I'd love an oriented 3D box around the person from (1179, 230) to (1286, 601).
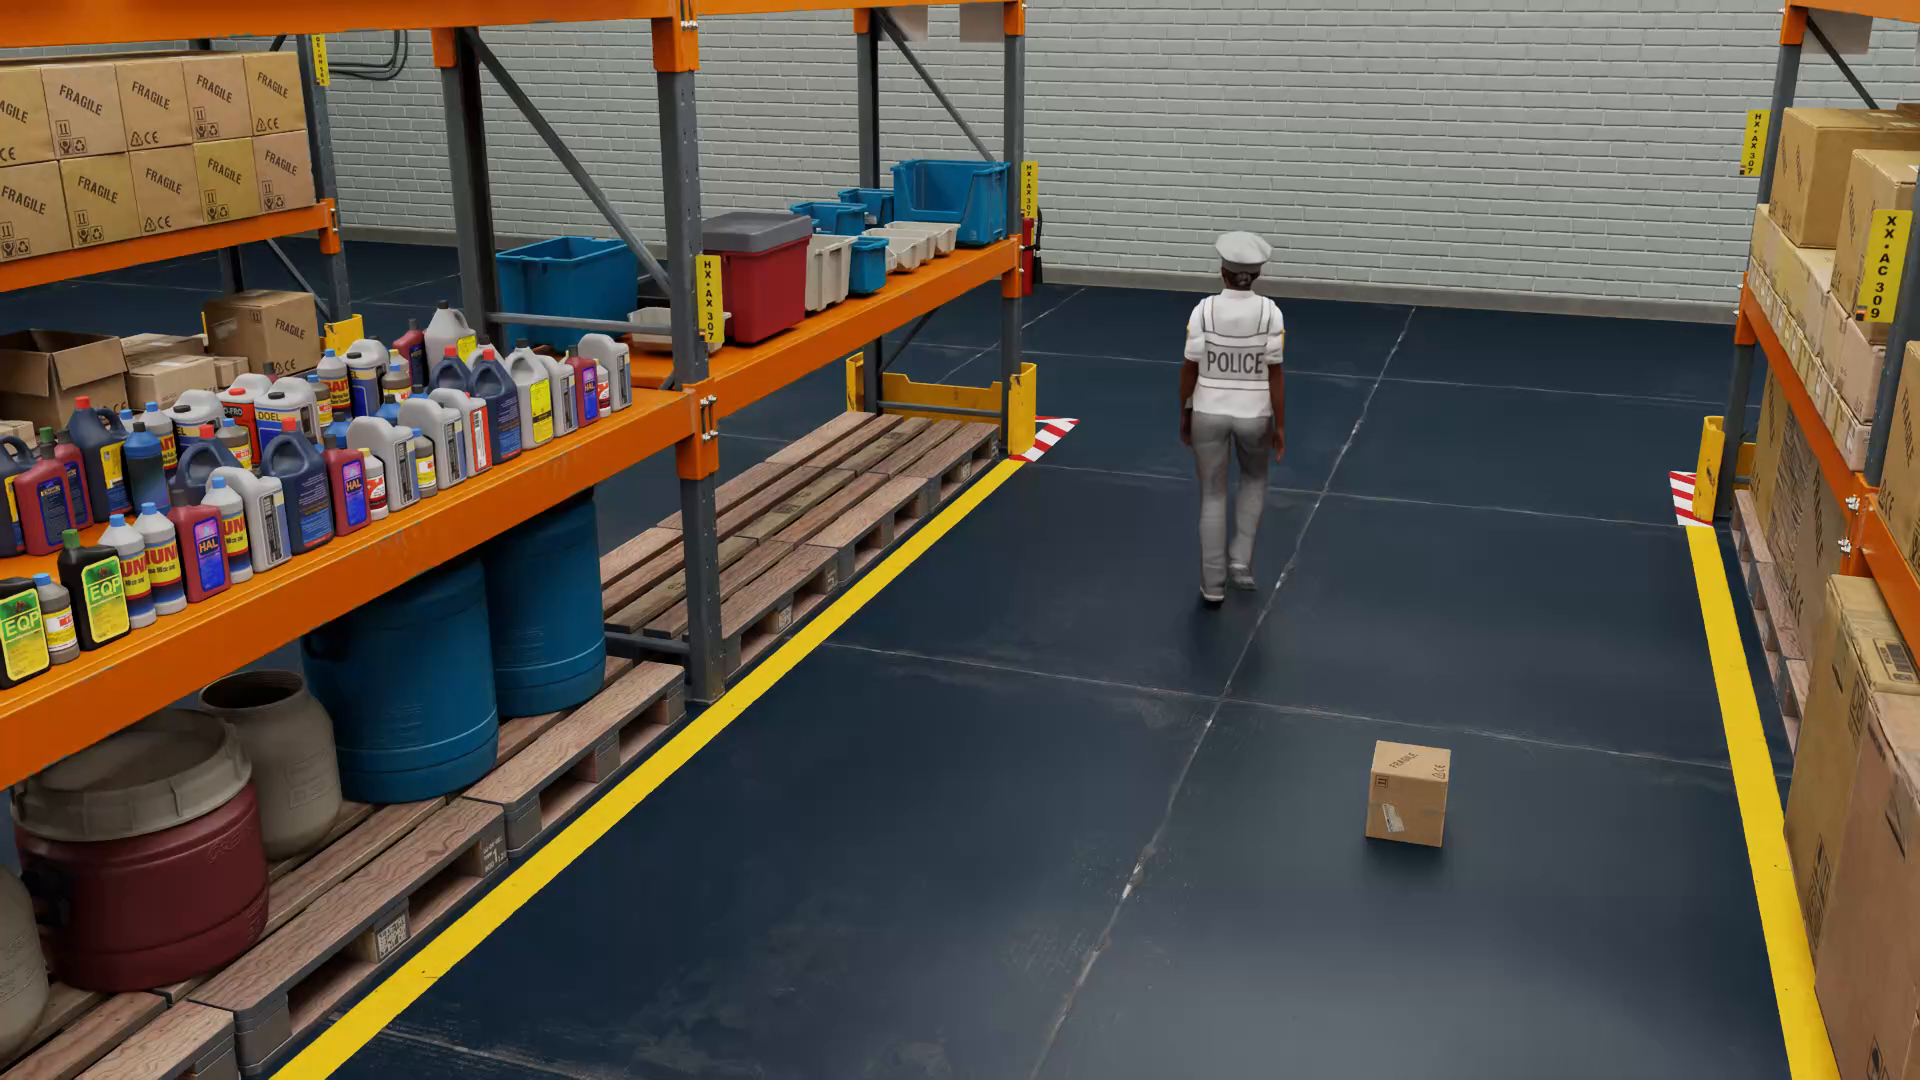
[{"bbox_3d":[1.242,-0.533,7.630,0.483,1.754,0.511,1,19,4],"label":"person"}]
